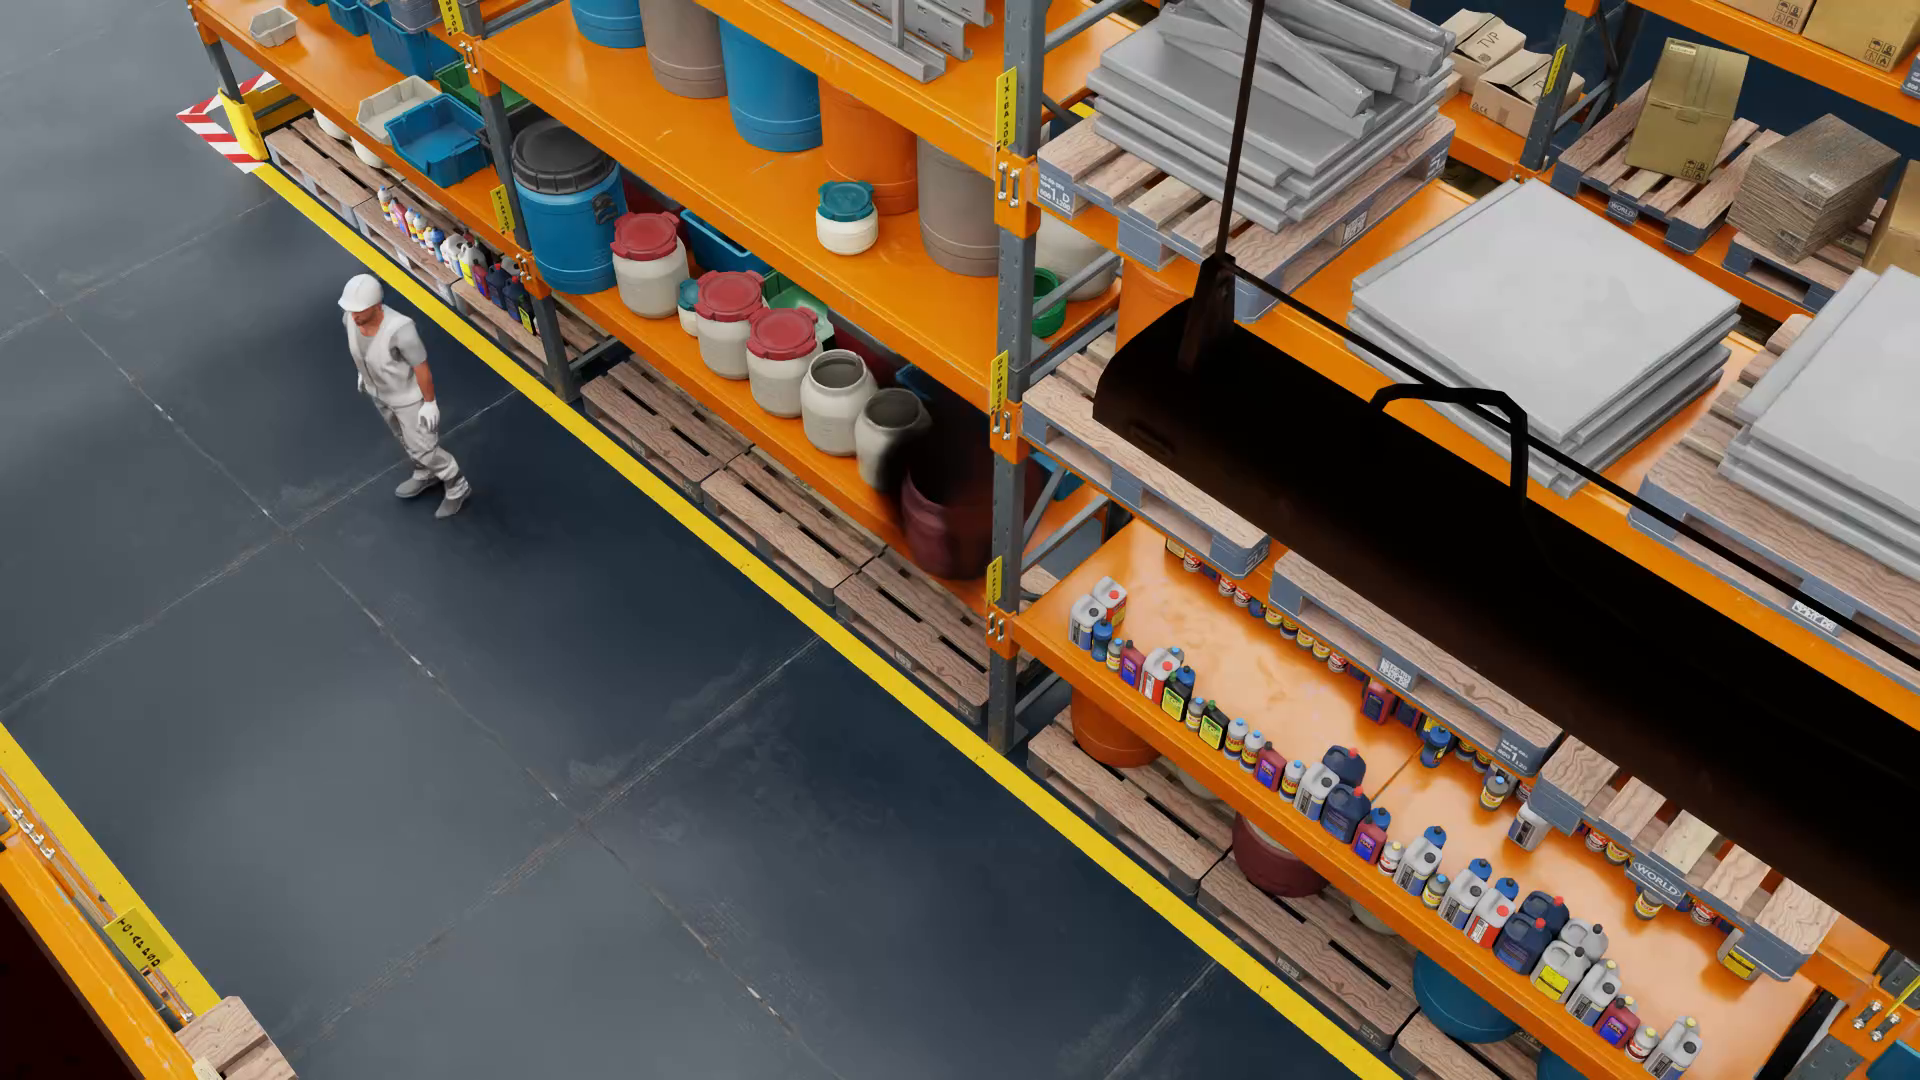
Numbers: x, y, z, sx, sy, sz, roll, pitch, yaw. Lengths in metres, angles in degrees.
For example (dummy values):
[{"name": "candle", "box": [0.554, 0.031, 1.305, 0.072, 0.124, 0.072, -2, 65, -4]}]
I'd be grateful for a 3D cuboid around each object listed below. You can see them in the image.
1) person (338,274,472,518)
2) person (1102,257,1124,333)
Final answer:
[{"name": "person", "box": [-3.383, -0.878, 9.988, 0.635, 1.828, 0.359, 26, 55, 20]}, {"name": "person", "box": [0.990, -1.281, 9.997, 0.405, 1.673, 0.508, -12, 51, -10]}]
